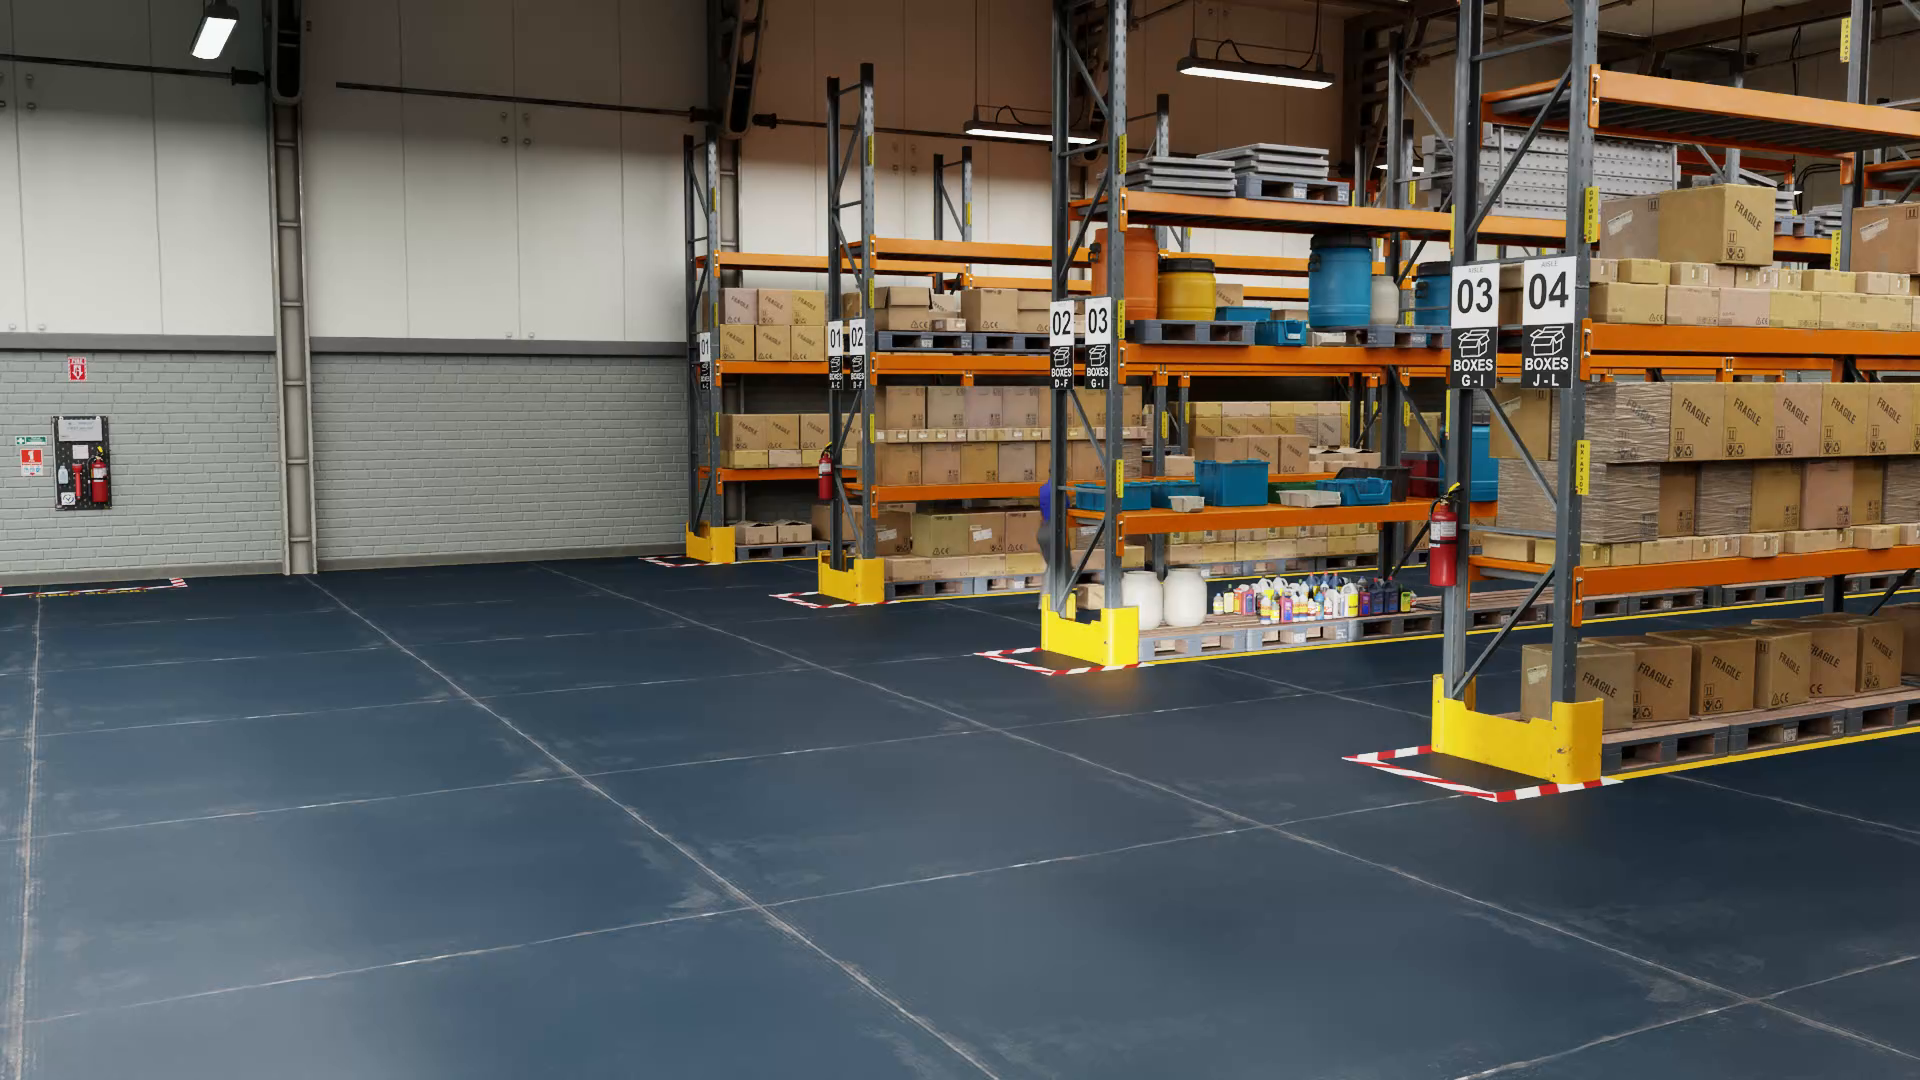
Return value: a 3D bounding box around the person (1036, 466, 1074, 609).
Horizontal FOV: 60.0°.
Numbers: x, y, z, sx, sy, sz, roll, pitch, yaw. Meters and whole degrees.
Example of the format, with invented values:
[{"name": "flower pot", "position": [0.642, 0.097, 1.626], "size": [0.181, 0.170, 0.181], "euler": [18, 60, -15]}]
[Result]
[{"name": "person", "position": [1.029, -0.022, 18.120], "size": [0.379, 1.610, 0.457], "euler": [-3, 6, -27]}]
